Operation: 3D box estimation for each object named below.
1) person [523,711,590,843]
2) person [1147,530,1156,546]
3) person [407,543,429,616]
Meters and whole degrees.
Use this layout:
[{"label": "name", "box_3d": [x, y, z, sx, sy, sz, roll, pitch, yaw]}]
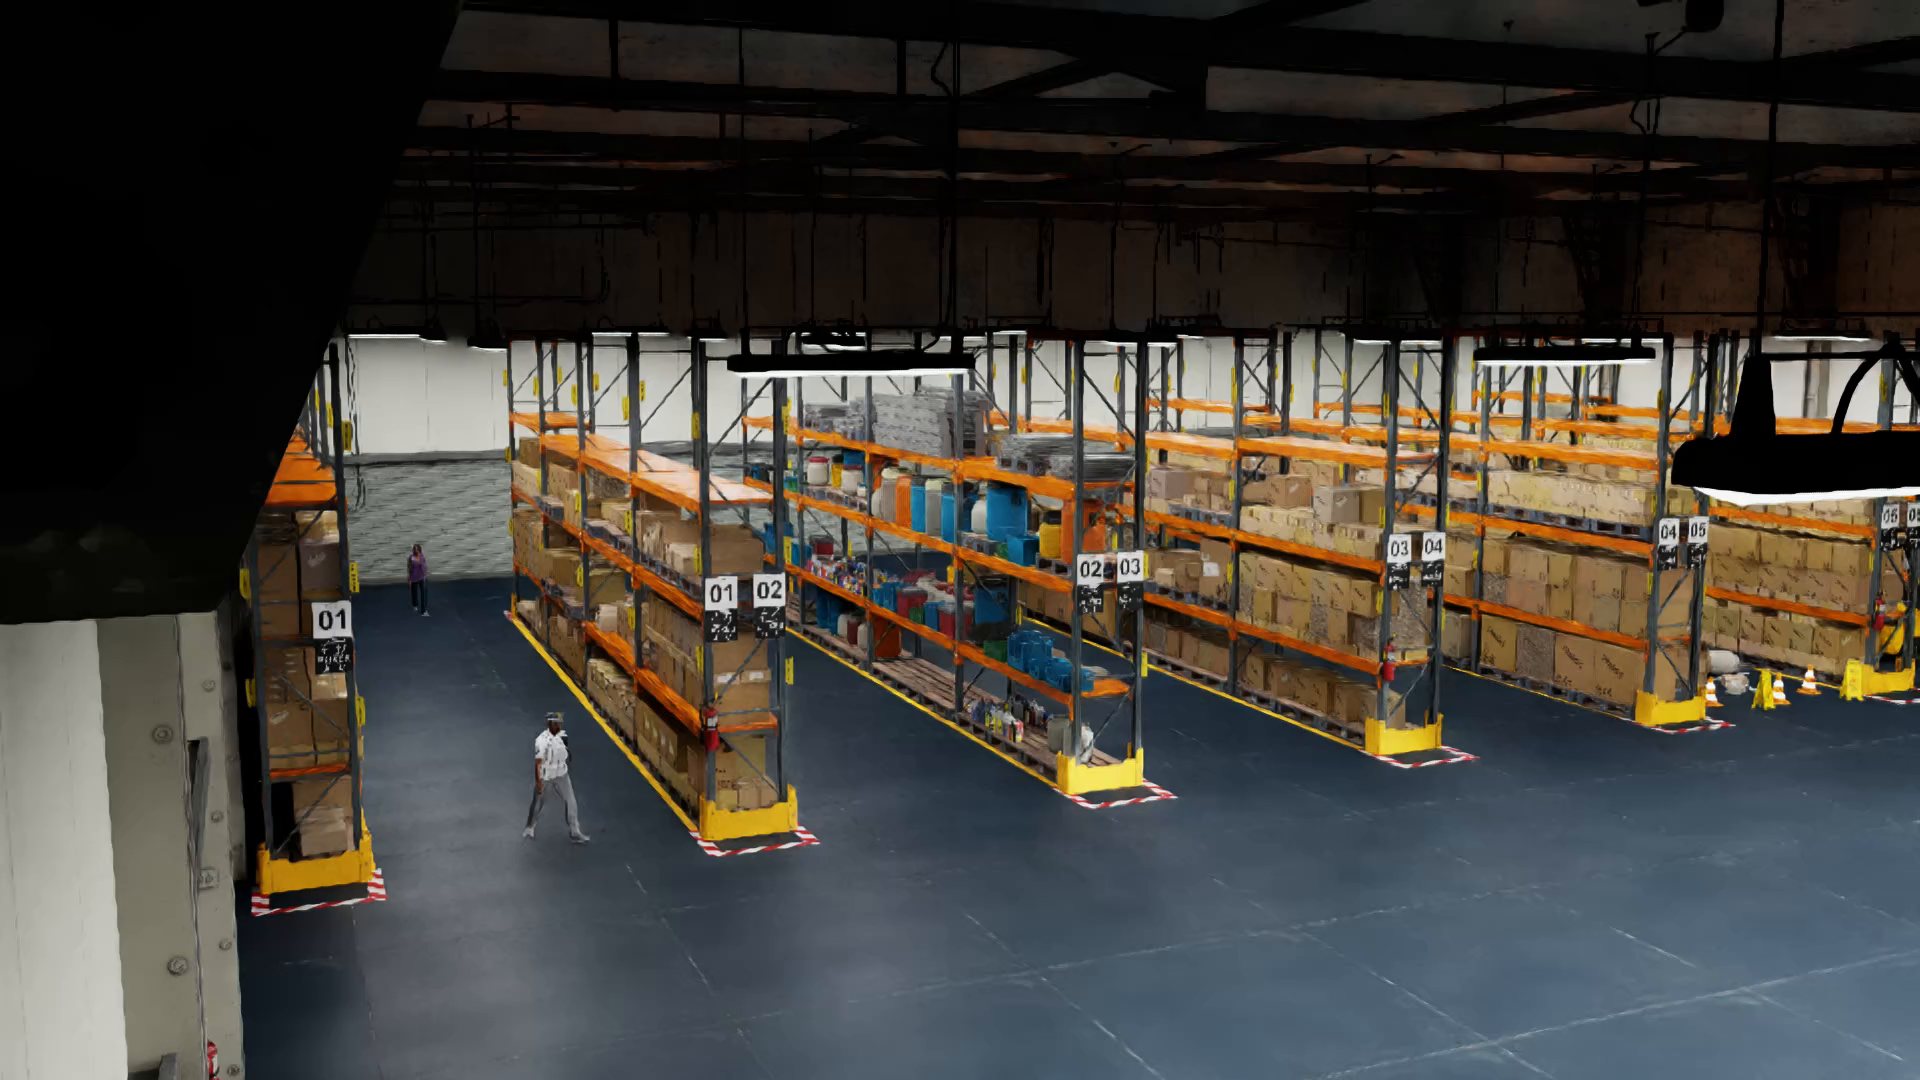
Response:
[{"label": "person", "box_3d": [-4.902, 2.824, 19.964, 0.939, 1.613, 0.476, 8, 11, 44]}, {"label": "person", "box_3d": [4.970, -0.620, 44.674, 0.603, 1.778, 0.574, 2, 8, 13]}, {"label": "person", "box_3d": [-11.418, 0.812, 34.990, 0.417, 1.517, 1.037, -3, 8, -20]}]
